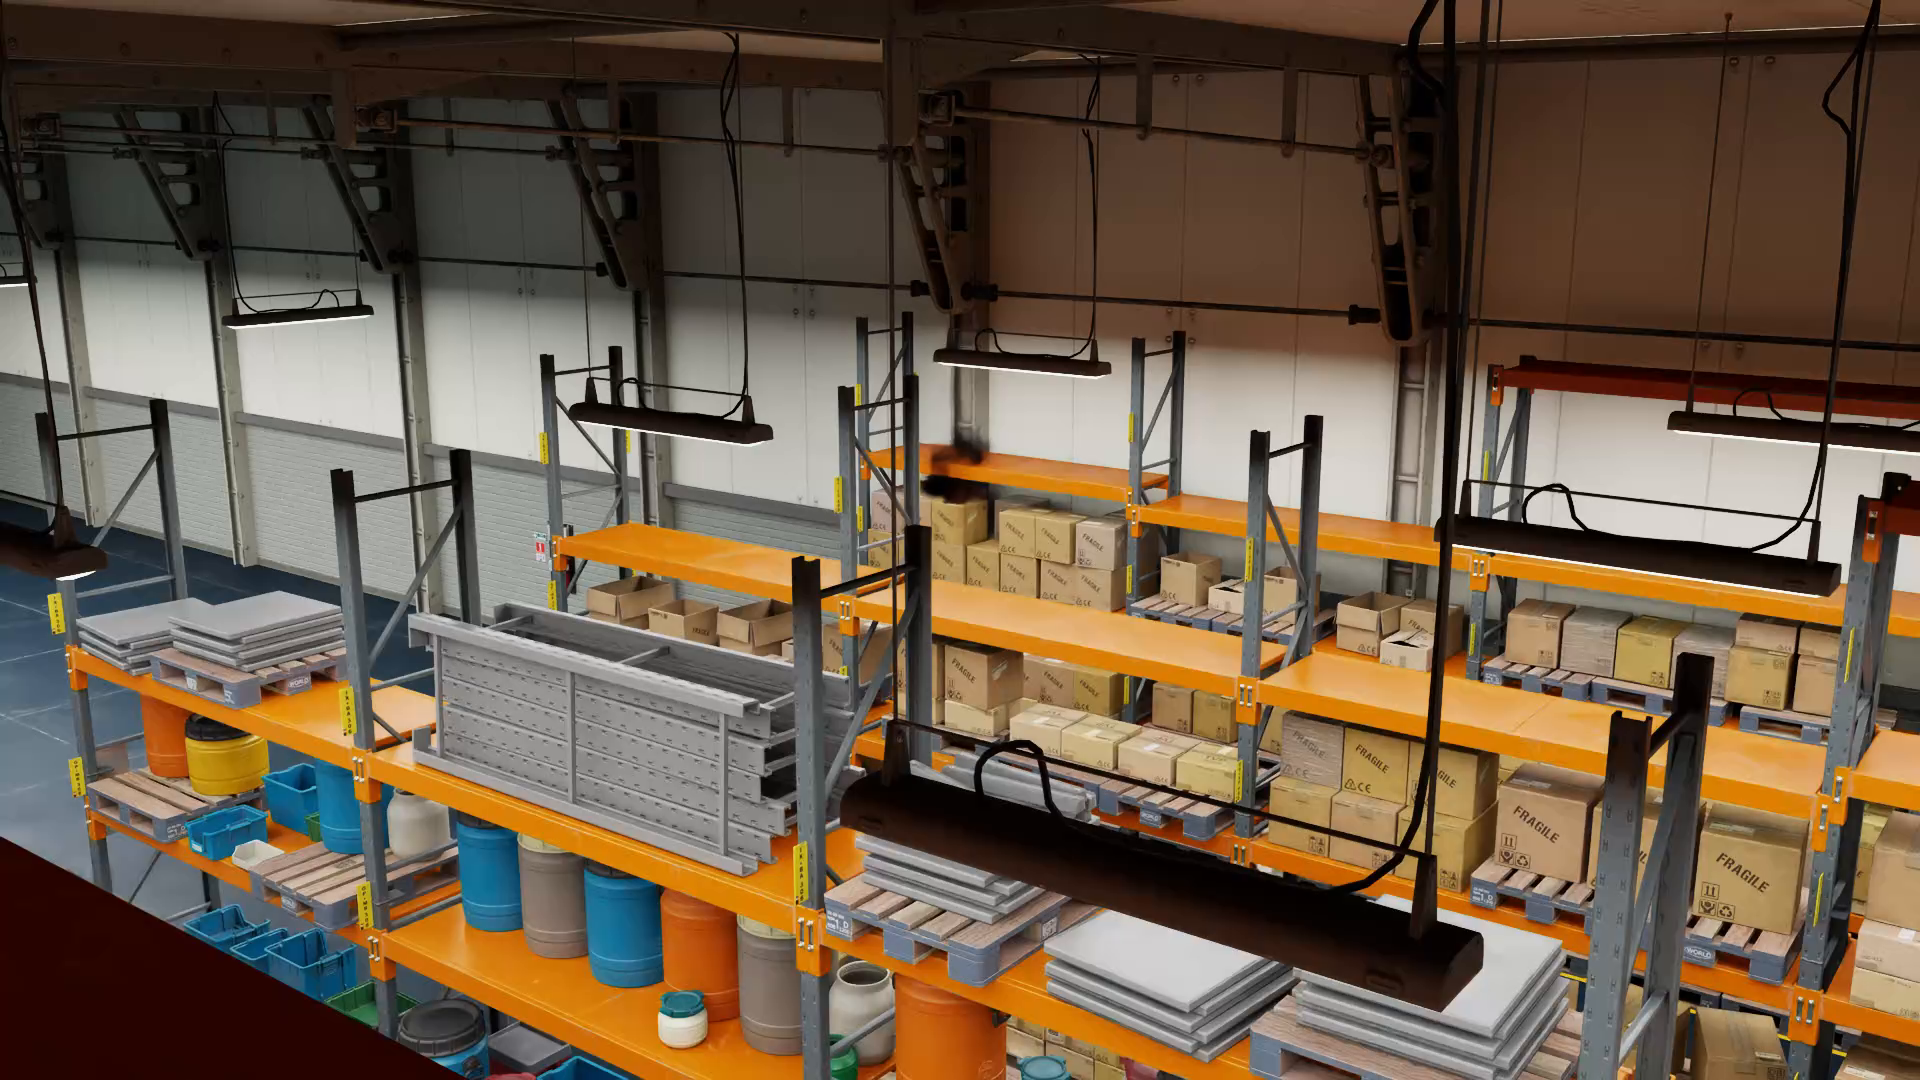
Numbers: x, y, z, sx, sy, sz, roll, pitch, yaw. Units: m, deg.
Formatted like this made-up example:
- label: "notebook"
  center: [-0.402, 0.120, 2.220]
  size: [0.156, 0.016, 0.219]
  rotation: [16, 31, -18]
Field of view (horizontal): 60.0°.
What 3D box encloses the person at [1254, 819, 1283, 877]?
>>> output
- label: "person"
  center: [2.987, 3.534, 16.136]
  size: [0.826, 1.768, 0.701]
  rotation: [7, 15, 29]
